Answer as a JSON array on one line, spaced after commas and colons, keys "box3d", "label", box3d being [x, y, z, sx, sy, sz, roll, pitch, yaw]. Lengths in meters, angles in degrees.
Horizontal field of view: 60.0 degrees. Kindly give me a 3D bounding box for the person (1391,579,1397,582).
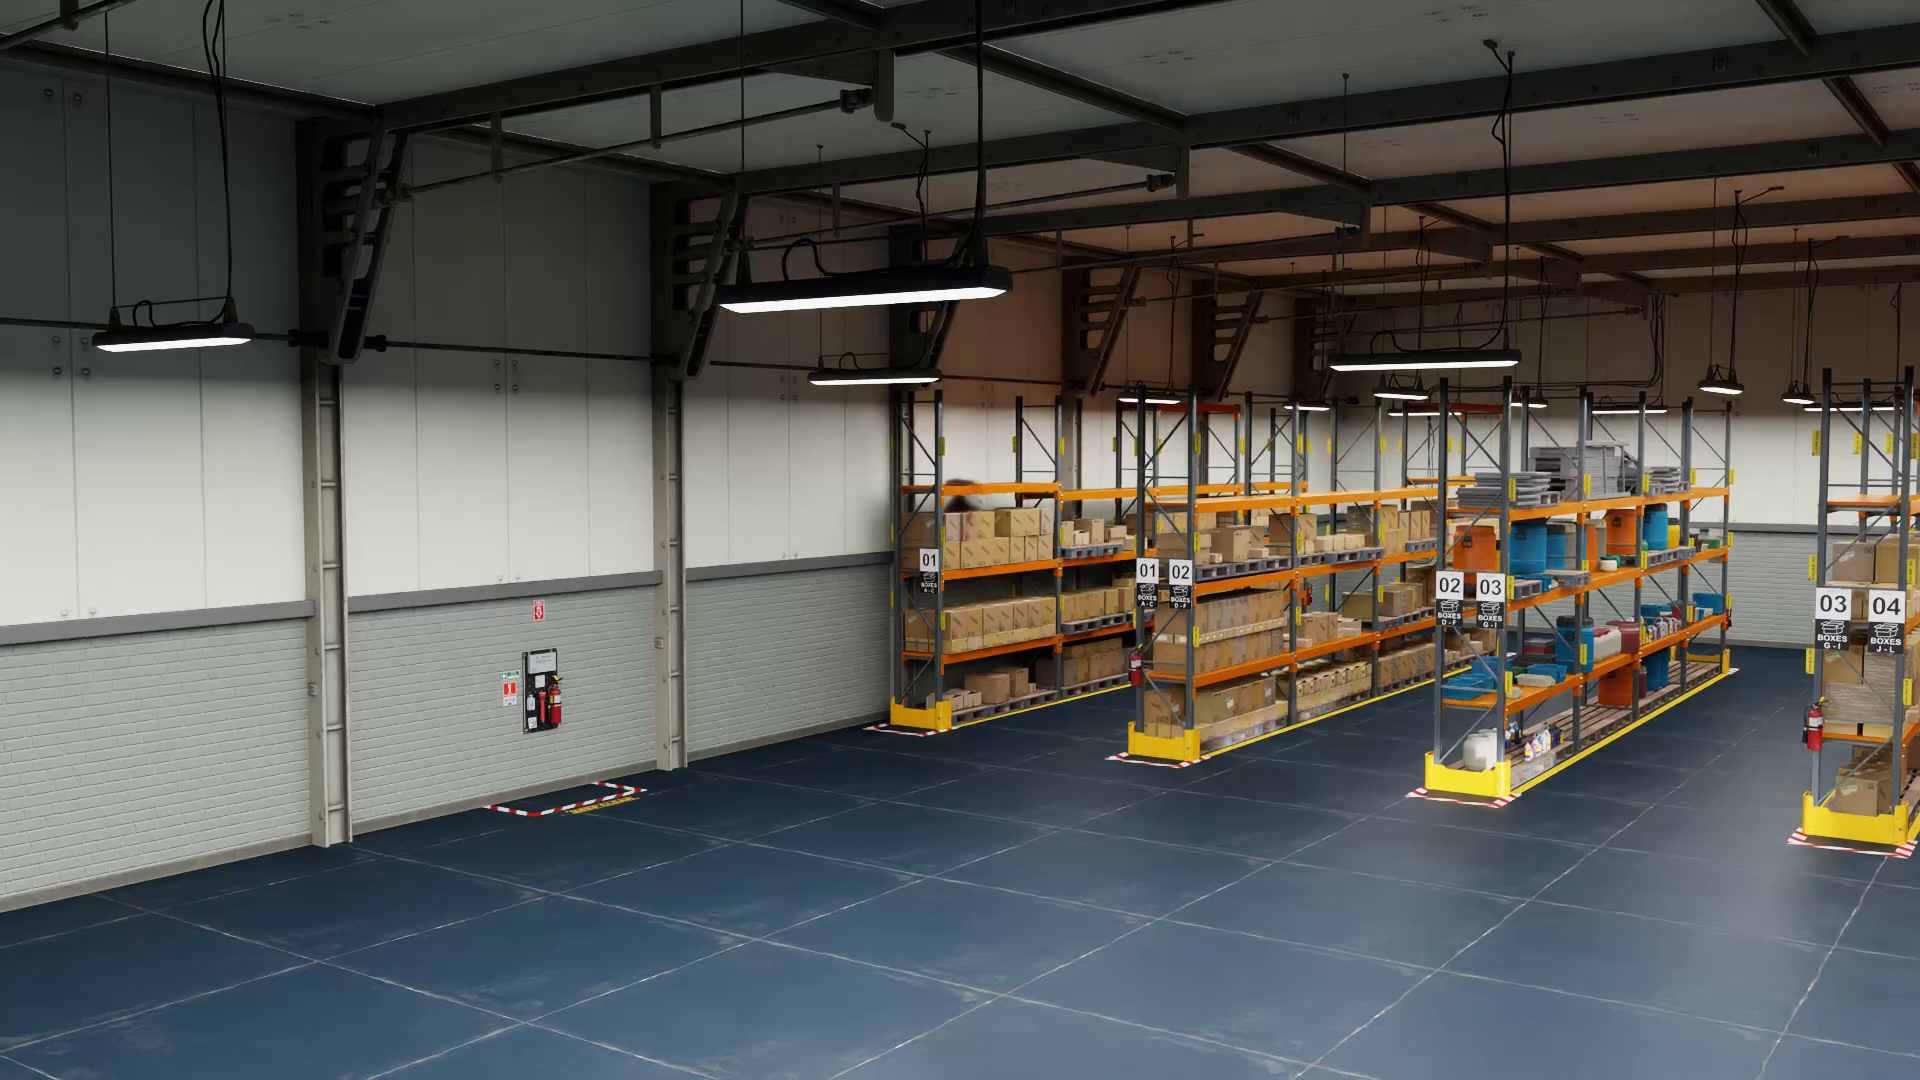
[{"box3d": [10.906, 1.830, 41.583, 0.499, 1.691, 0.537, 0, 3, 1], "label": "person"}]
